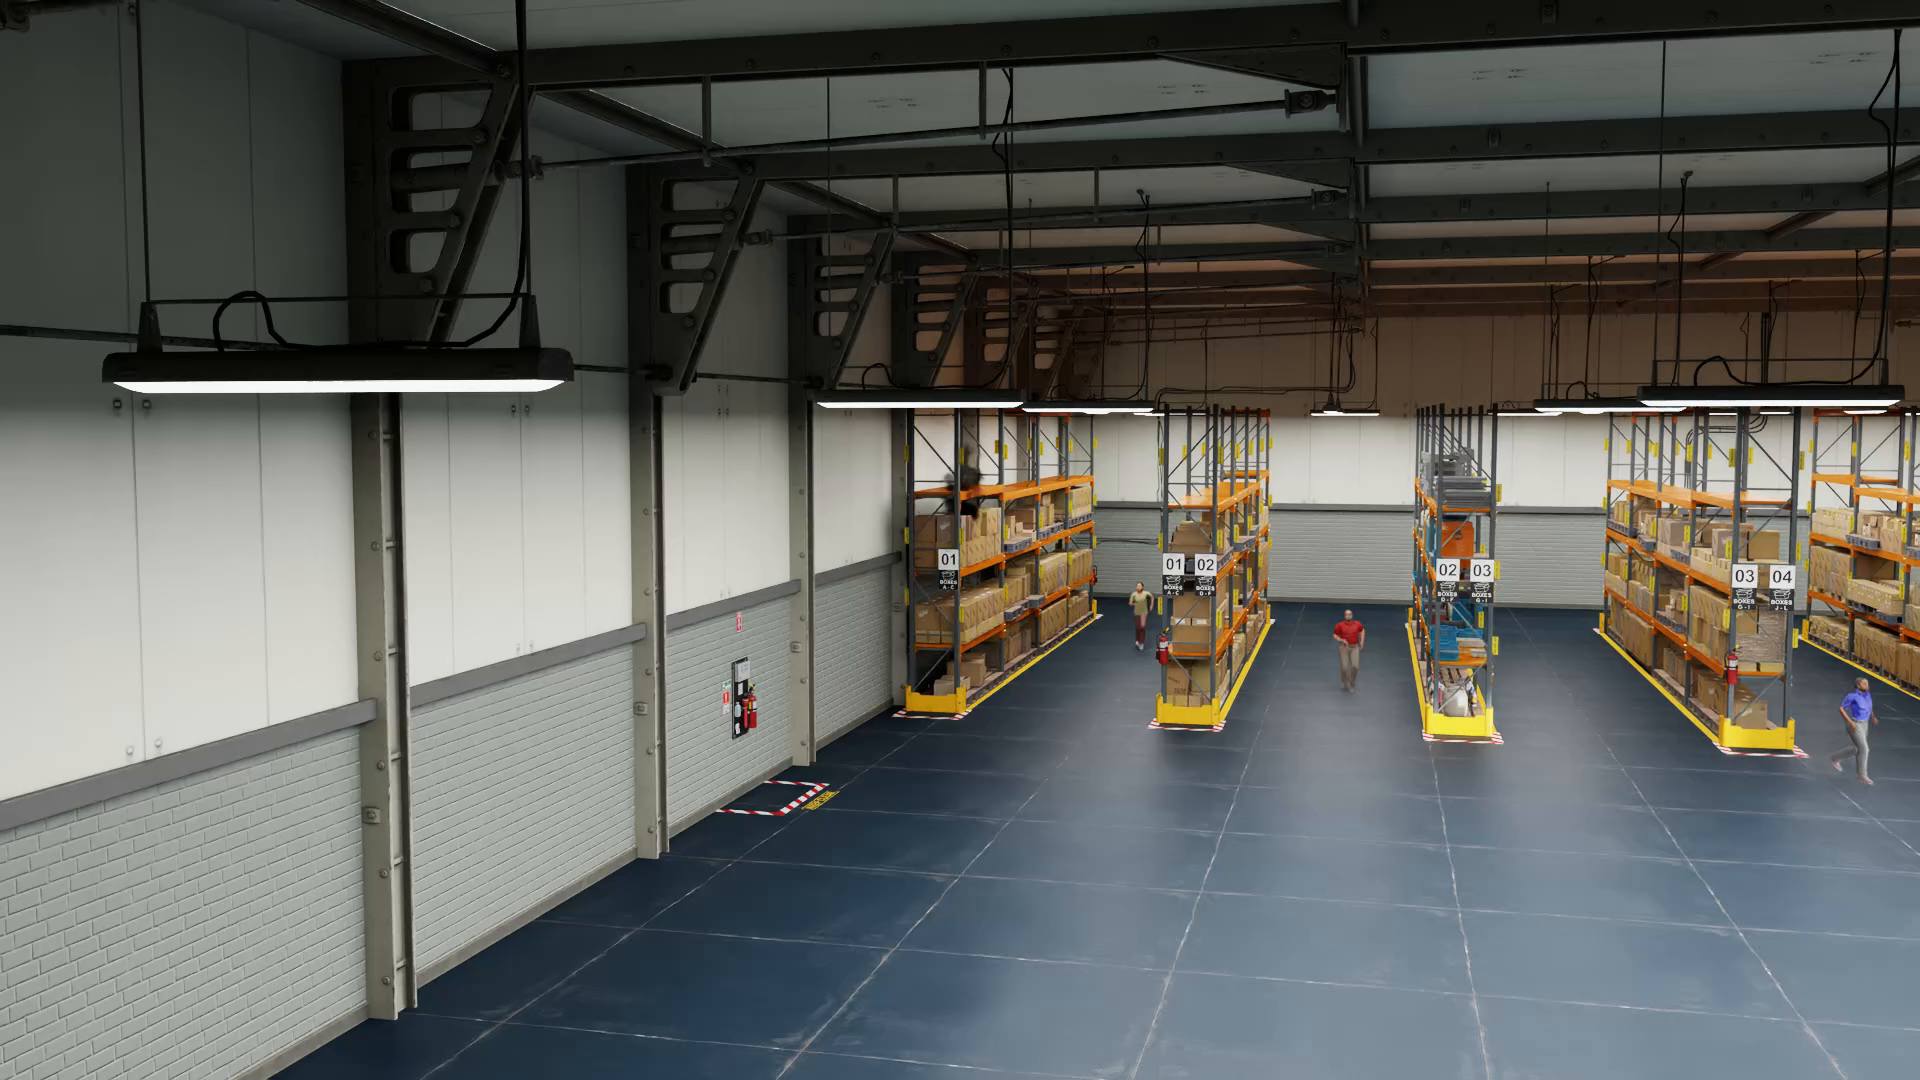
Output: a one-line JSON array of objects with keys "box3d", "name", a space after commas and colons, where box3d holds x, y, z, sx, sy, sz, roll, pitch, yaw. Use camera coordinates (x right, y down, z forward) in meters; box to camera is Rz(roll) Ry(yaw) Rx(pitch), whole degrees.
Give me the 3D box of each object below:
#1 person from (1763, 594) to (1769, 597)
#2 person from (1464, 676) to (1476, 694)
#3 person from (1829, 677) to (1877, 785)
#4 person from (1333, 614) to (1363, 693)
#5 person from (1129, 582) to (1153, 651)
[{"box3d": [21.264, 1.661, 44.278, 0.584, 1.673, 0.907, -3, 5, -34], "name": "person"}, {"box3d": [12.750, 1.170, 39.468, 23.182, 3.383, 16.034, 1, 4, 16], "name": "person"}, {"box3d": [14.182, 2.983, 26.365, 0.579, 1.674, 0.785, -2, 5, -29], "name": "person"}, {"box3d": [16.888, 2.054, 39.408, 16.469, 1.696, 12.066, 1, 4, 9], "name": "person"}, {"box3d": [4.509, 1.877, 41.418, 0.581, 1.709, 0.871, 1, 4, 14], "name": "person"}]
